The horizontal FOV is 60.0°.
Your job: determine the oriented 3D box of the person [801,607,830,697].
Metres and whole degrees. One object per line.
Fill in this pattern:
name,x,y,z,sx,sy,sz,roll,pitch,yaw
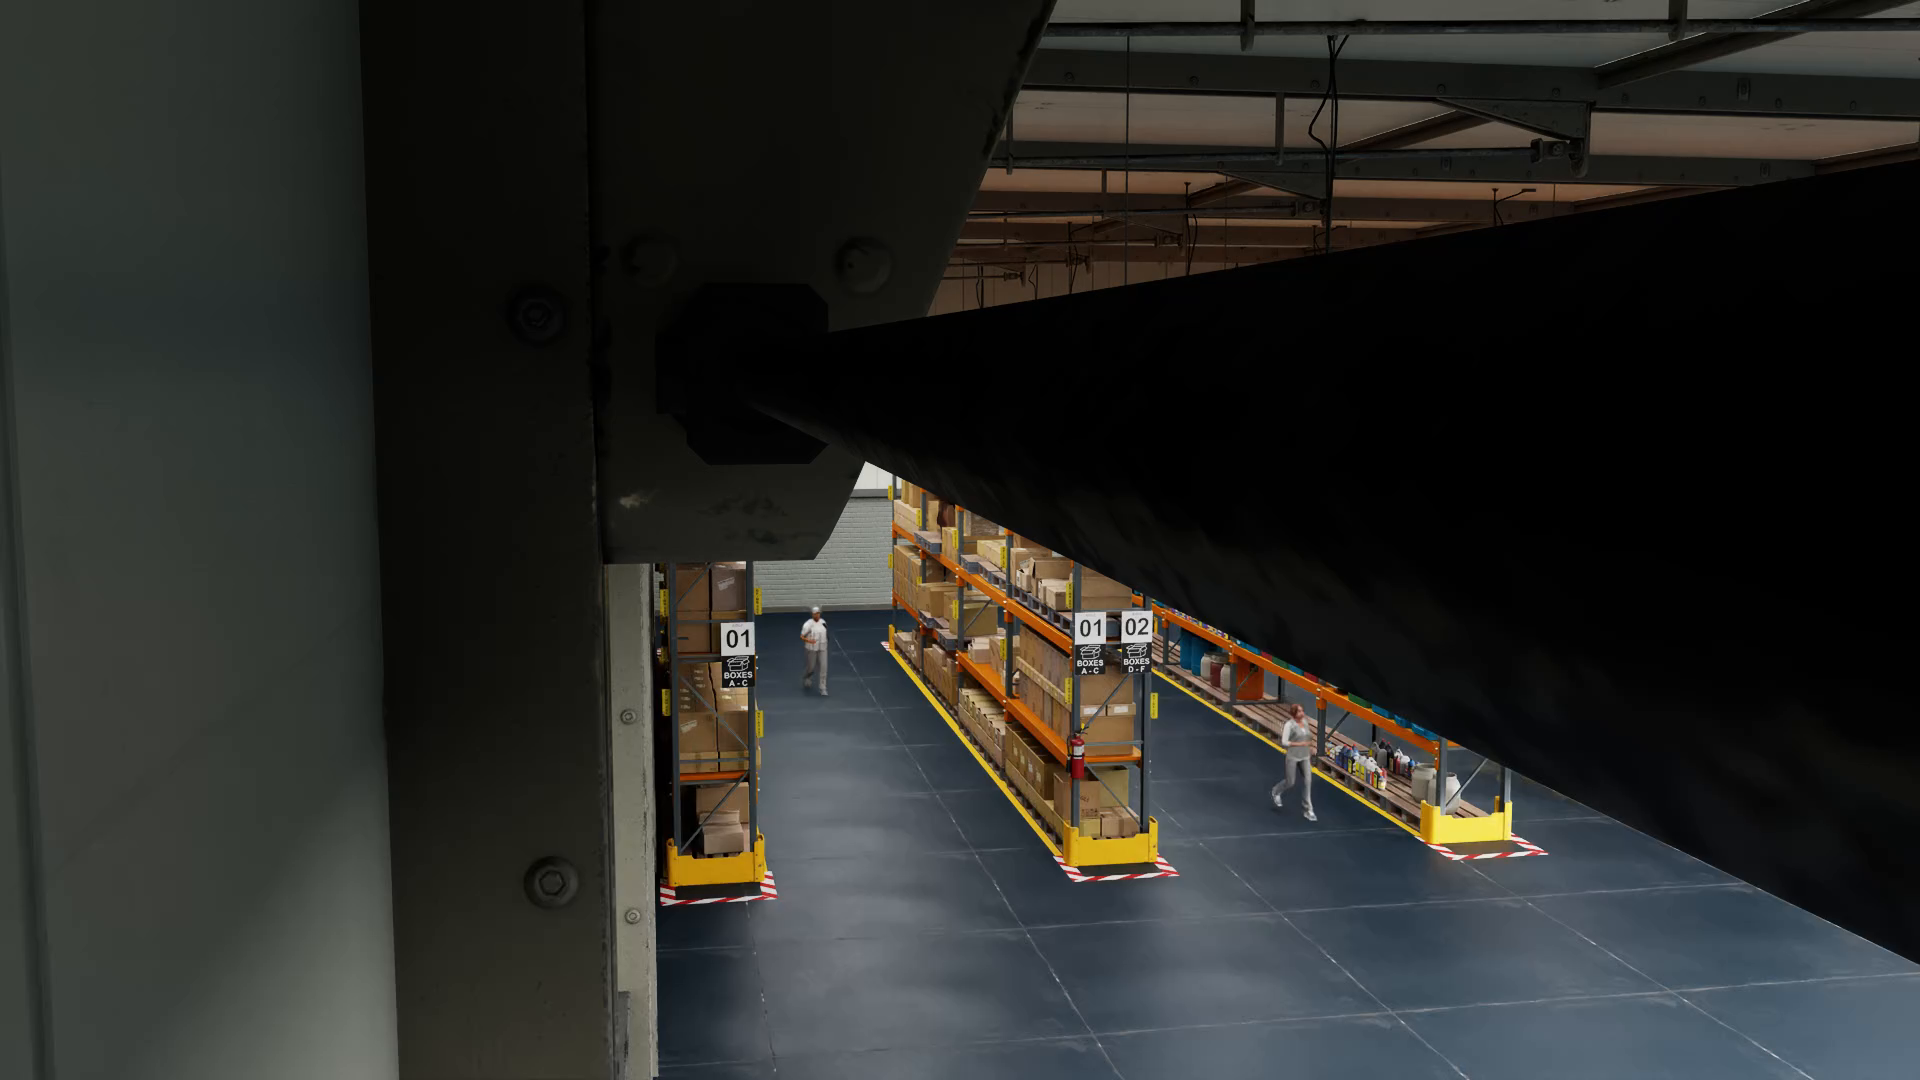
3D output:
person,-2.740,2.093,31.638,0.609,1.664,0.891,-3,7,-26

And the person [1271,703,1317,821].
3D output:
person,4.670,3.036,23.071,0.543,1.578,0.882,-3,7,-25
